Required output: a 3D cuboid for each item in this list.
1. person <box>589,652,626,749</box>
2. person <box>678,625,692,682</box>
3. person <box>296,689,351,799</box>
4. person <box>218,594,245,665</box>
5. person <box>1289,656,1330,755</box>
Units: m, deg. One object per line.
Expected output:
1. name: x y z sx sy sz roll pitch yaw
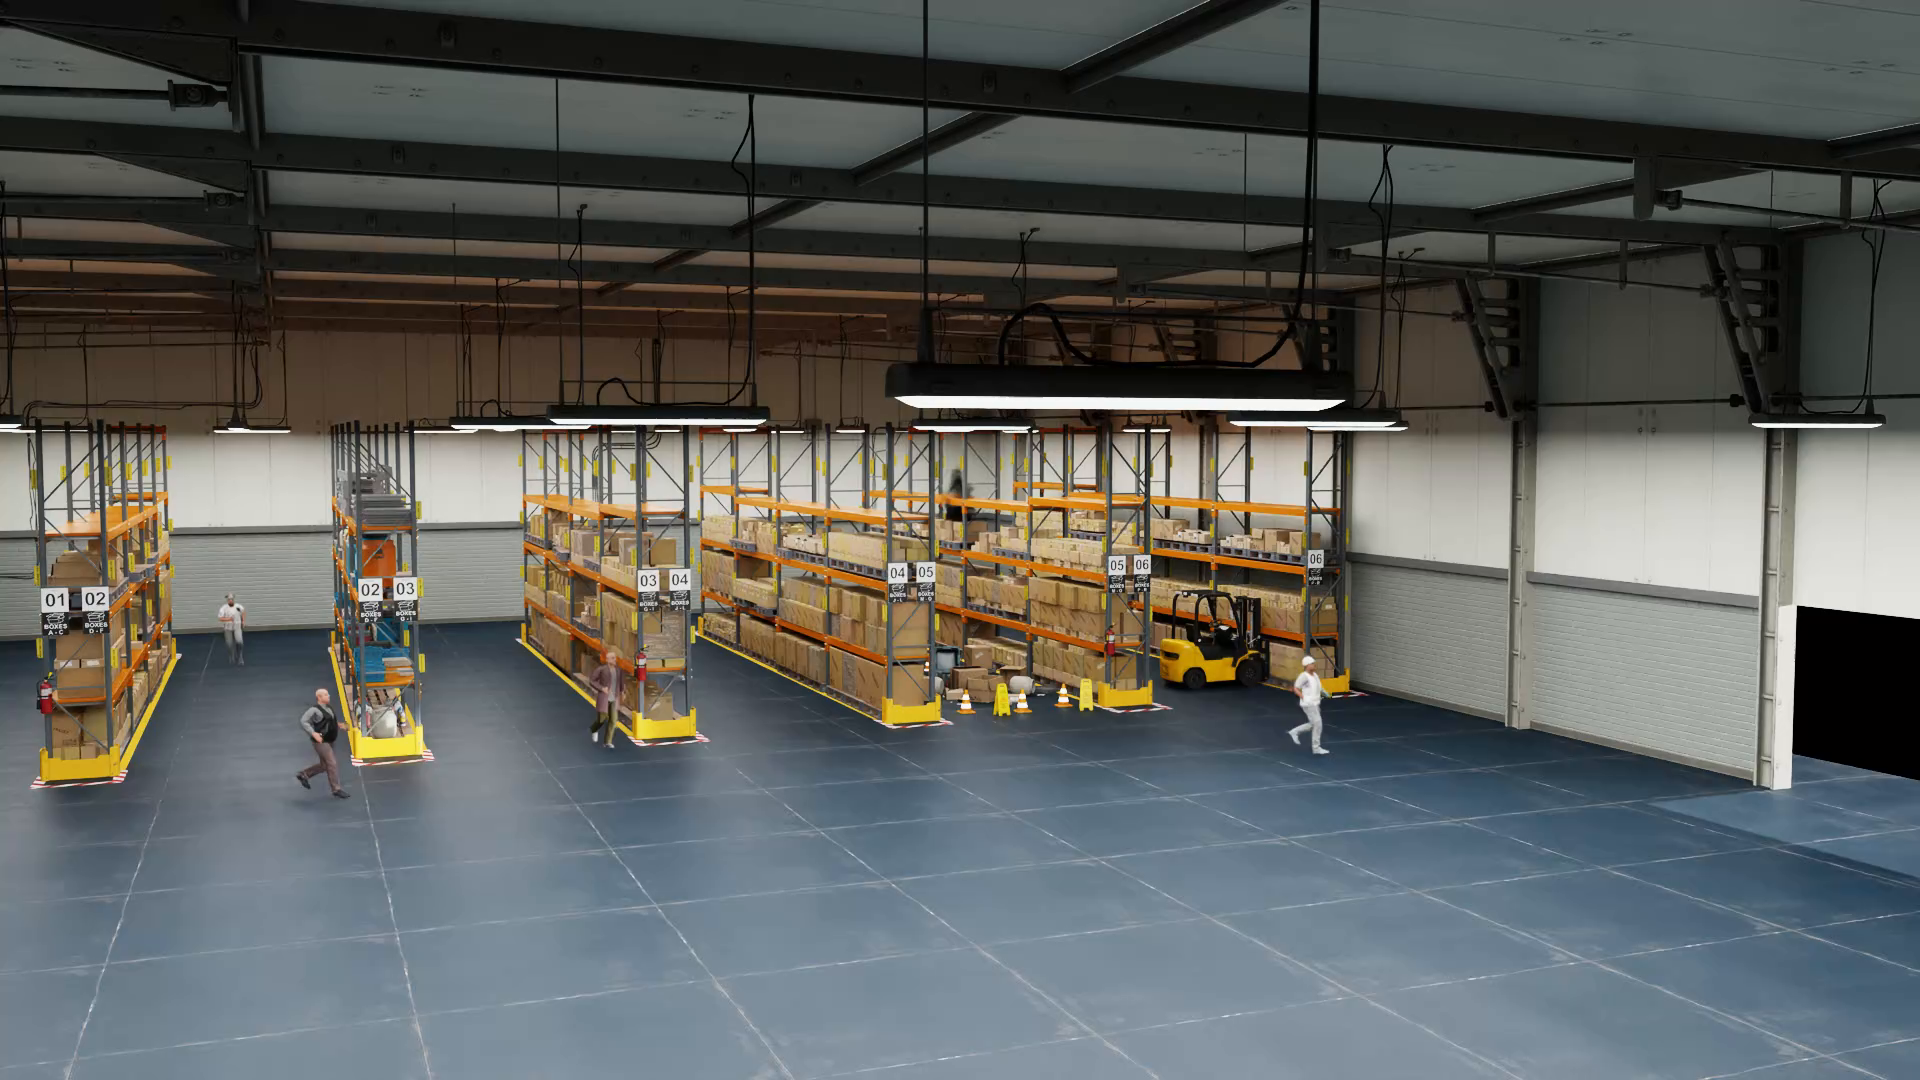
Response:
1. person: -6.454 2.945 30.652 0.772 1.730 0.905 -3 4 -35
2. person: -6.431 2.504 38.761 0.528 1.589 0.637 -2 4 -24
3. person: -10.102 3.220 26.343 0.940 1.726 0.663 0 4 6
4. person: -18.248 2.241 41.717 0.646 1.807 0.730 -2 4 -28
5. person: 6.299 2.974 30.018 0.818 1.750 0.674 2 4 34
